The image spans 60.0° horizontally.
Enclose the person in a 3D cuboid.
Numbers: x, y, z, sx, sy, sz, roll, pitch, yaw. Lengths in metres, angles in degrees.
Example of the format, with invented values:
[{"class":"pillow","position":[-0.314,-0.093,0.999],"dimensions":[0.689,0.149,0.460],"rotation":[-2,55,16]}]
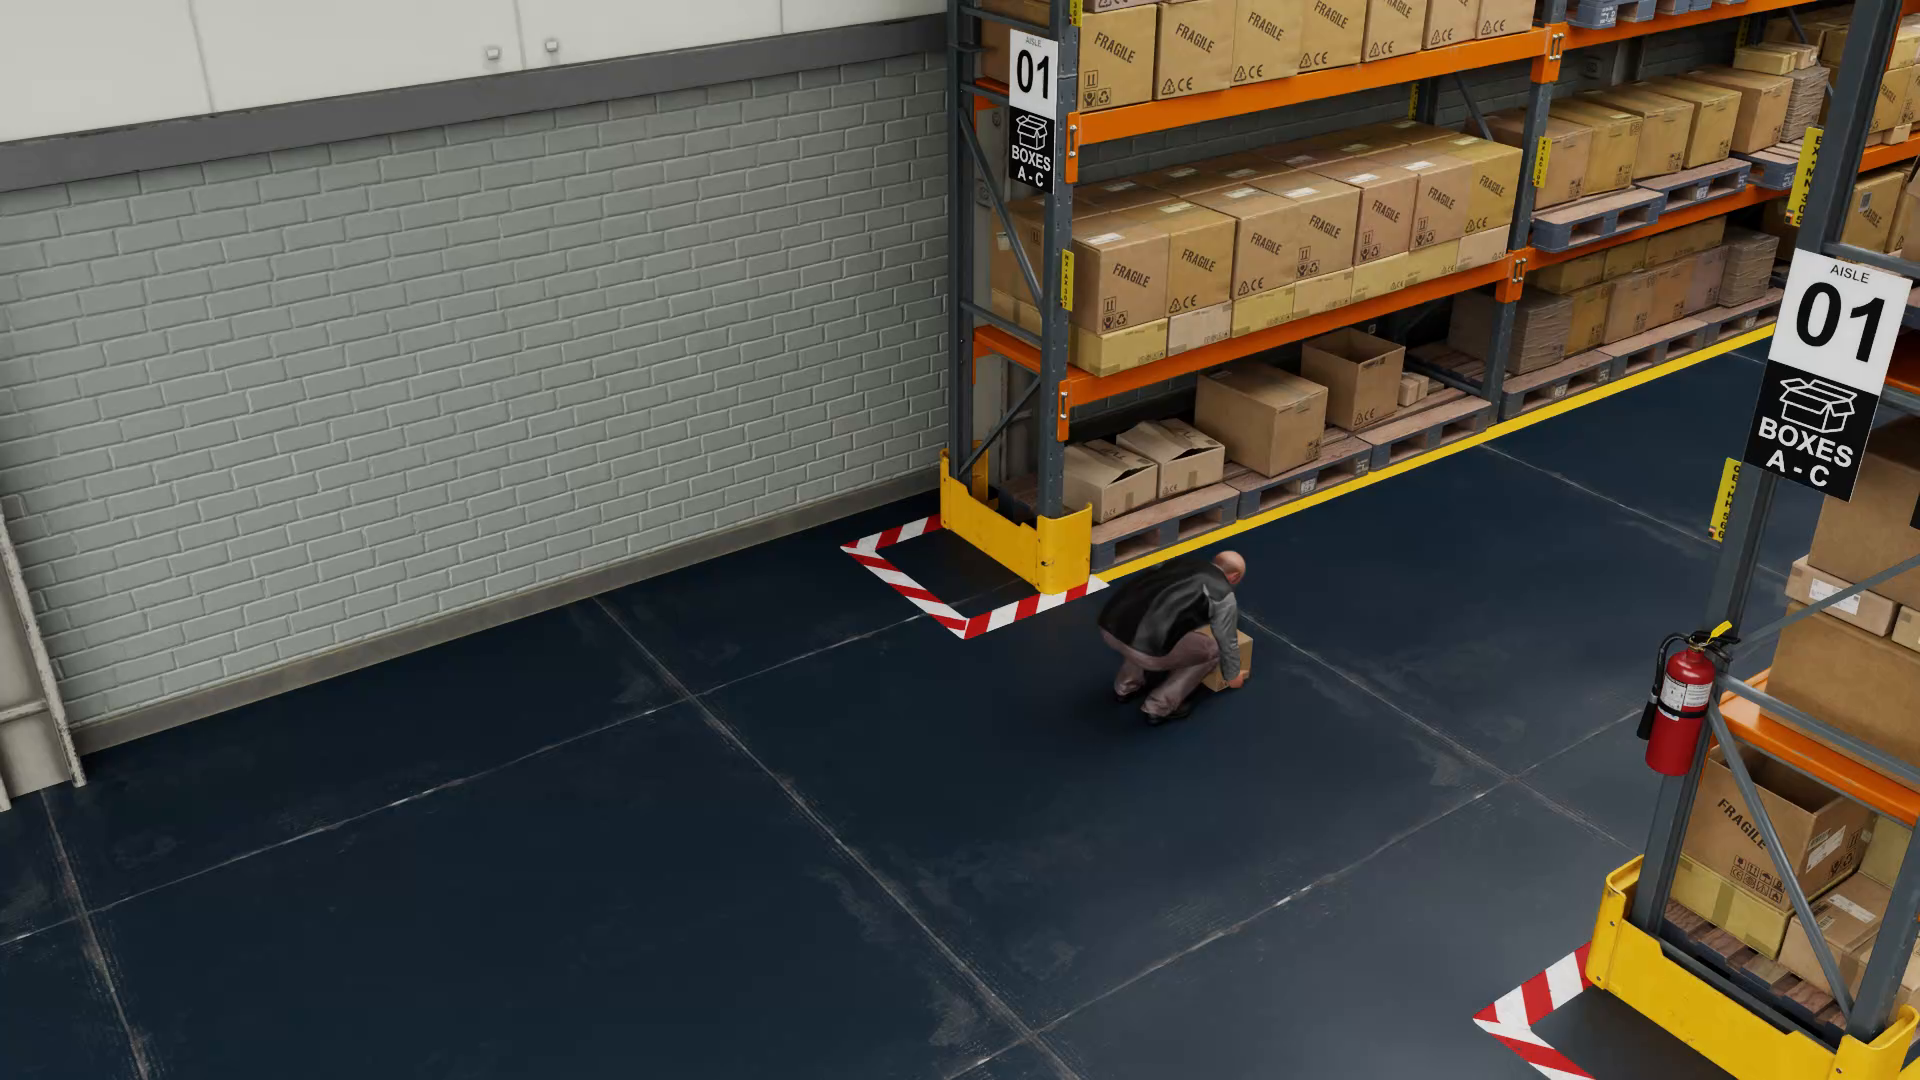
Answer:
[{"class":"person","position":[1.147,0.492,8.752],"dimensions":[0.943,0.794,0.505],"rotation":[-20,34,-32]}]
